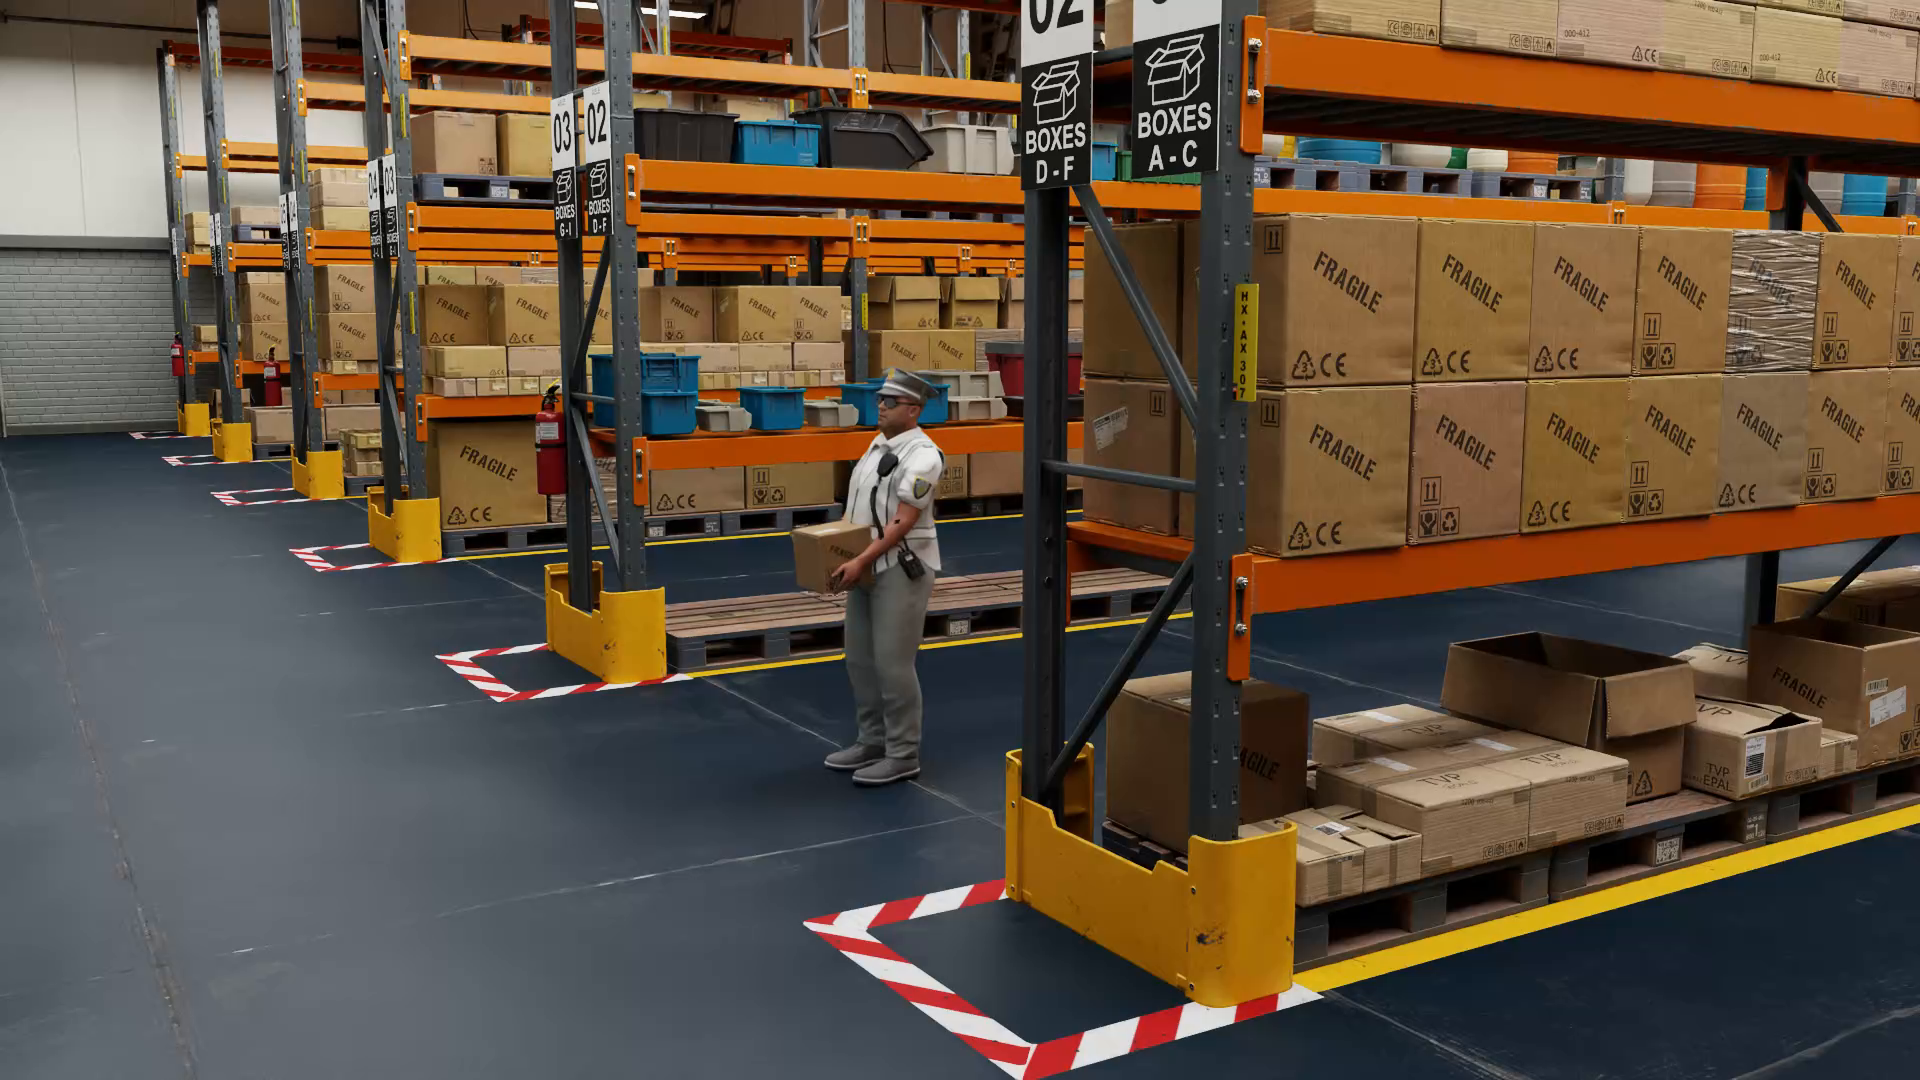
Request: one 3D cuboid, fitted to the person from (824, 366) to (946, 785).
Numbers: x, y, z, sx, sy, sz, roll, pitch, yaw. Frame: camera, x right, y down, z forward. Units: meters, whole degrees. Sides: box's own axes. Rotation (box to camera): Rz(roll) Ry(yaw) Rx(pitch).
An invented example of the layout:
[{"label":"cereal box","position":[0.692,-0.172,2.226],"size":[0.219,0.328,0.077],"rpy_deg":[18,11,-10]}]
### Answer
[{"label":"person","position":[-0.362,0.147,7.160],"size":[0.555,1.776,0.503],"rpy_deg":[-5,9,-31]}]
